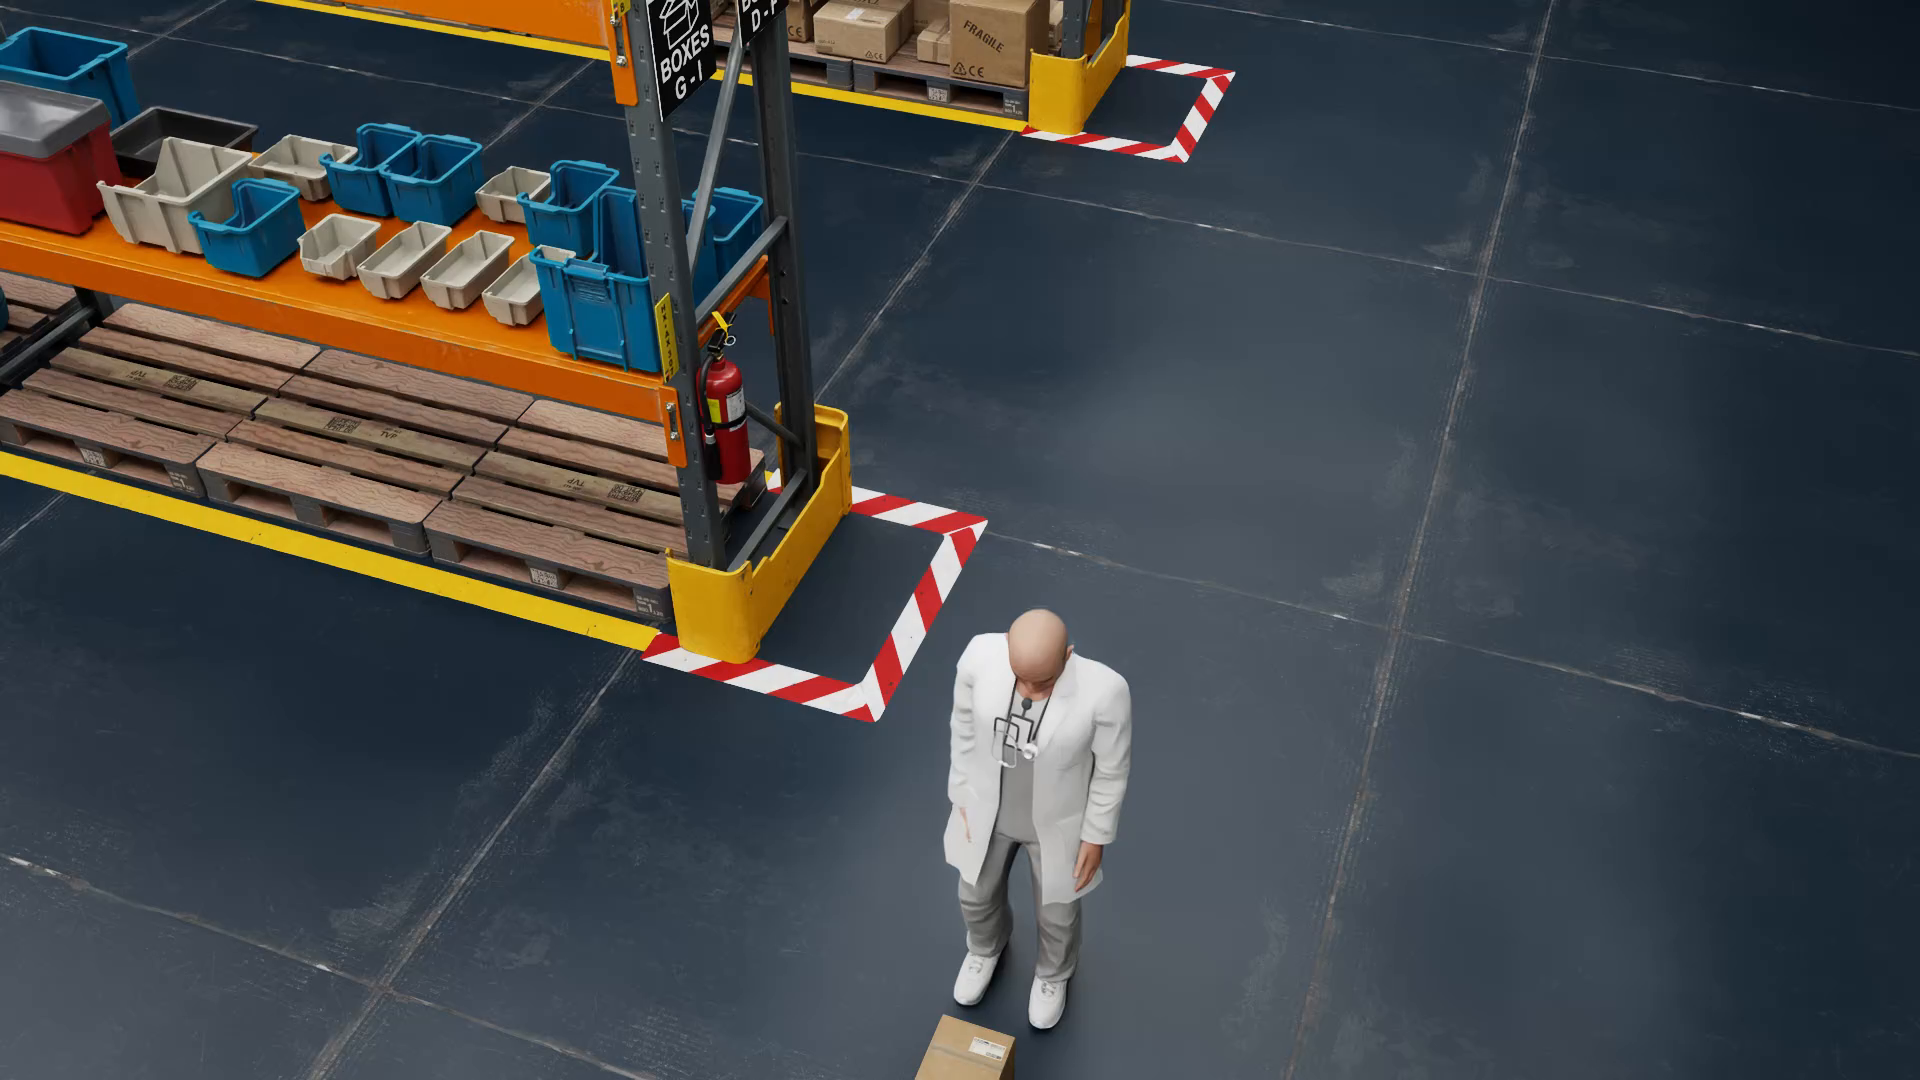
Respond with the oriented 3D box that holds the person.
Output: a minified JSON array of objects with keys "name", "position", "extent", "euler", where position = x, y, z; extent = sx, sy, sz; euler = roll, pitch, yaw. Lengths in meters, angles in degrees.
[{"name":"person","position":[0.225,0.863,5.196],"extent":[0.572,1.763,0.383],"euler":[14,43,16]}]
